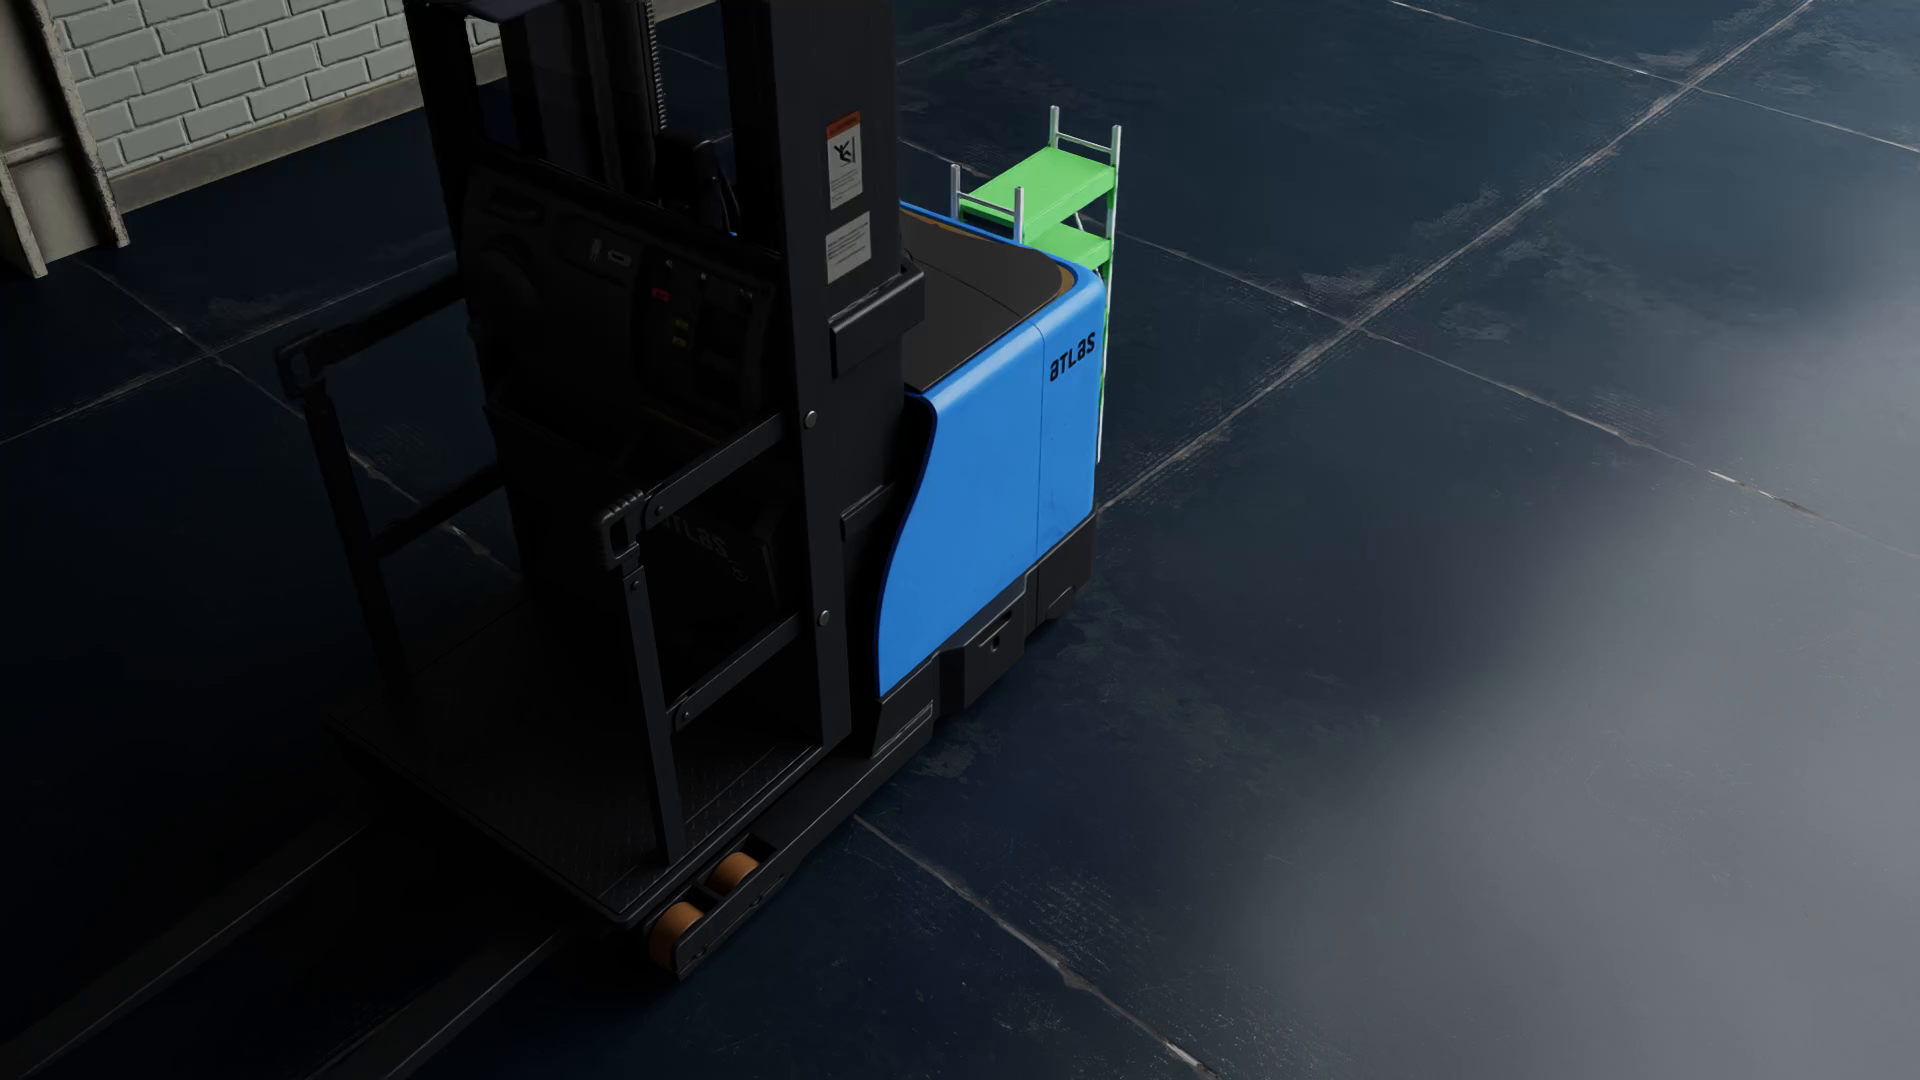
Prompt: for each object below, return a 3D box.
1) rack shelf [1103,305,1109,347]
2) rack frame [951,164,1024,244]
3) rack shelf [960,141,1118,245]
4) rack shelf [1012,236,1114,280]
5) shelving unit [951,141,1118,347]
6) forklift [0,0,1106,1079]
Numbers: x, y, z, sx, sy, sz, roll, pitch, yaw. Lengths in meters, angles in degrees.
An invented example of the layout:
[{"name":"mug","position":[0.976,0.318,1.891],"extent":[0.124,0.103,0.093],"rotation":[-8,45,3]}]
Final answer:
[{"name":"rack shelf","position":[0.221,-0.603,5.147],"extent":[0.258,0.148,0.480],"rotation":[25,45,28]},{"name":"rack frame","position":[0.074,-0.532,4.955],"extent":[0.240,1.200,0.015],"rotation":[25,45,28]},{"name":"rack shelf","position":[0.221,-0.979,4.848],"extent":[0.258,0.148,0.480],"rotation":[25,45,28]},{"name":"rack shelf","position":[0.221,-0.791,4.998],"extent":[0.258,0.148,0.480],"rotation":[25,45,28]},{"name":"shelving unit","position":[0.218,-0.650,5.104],"extent":[0.258,1.200,0.492],"rotation":[25,45,28]},{"name":"forklift","position":[-0.885,-0.467,3.483],"extent":[1.130,2.935,3.031],"rotation":[25,45,28]}]
